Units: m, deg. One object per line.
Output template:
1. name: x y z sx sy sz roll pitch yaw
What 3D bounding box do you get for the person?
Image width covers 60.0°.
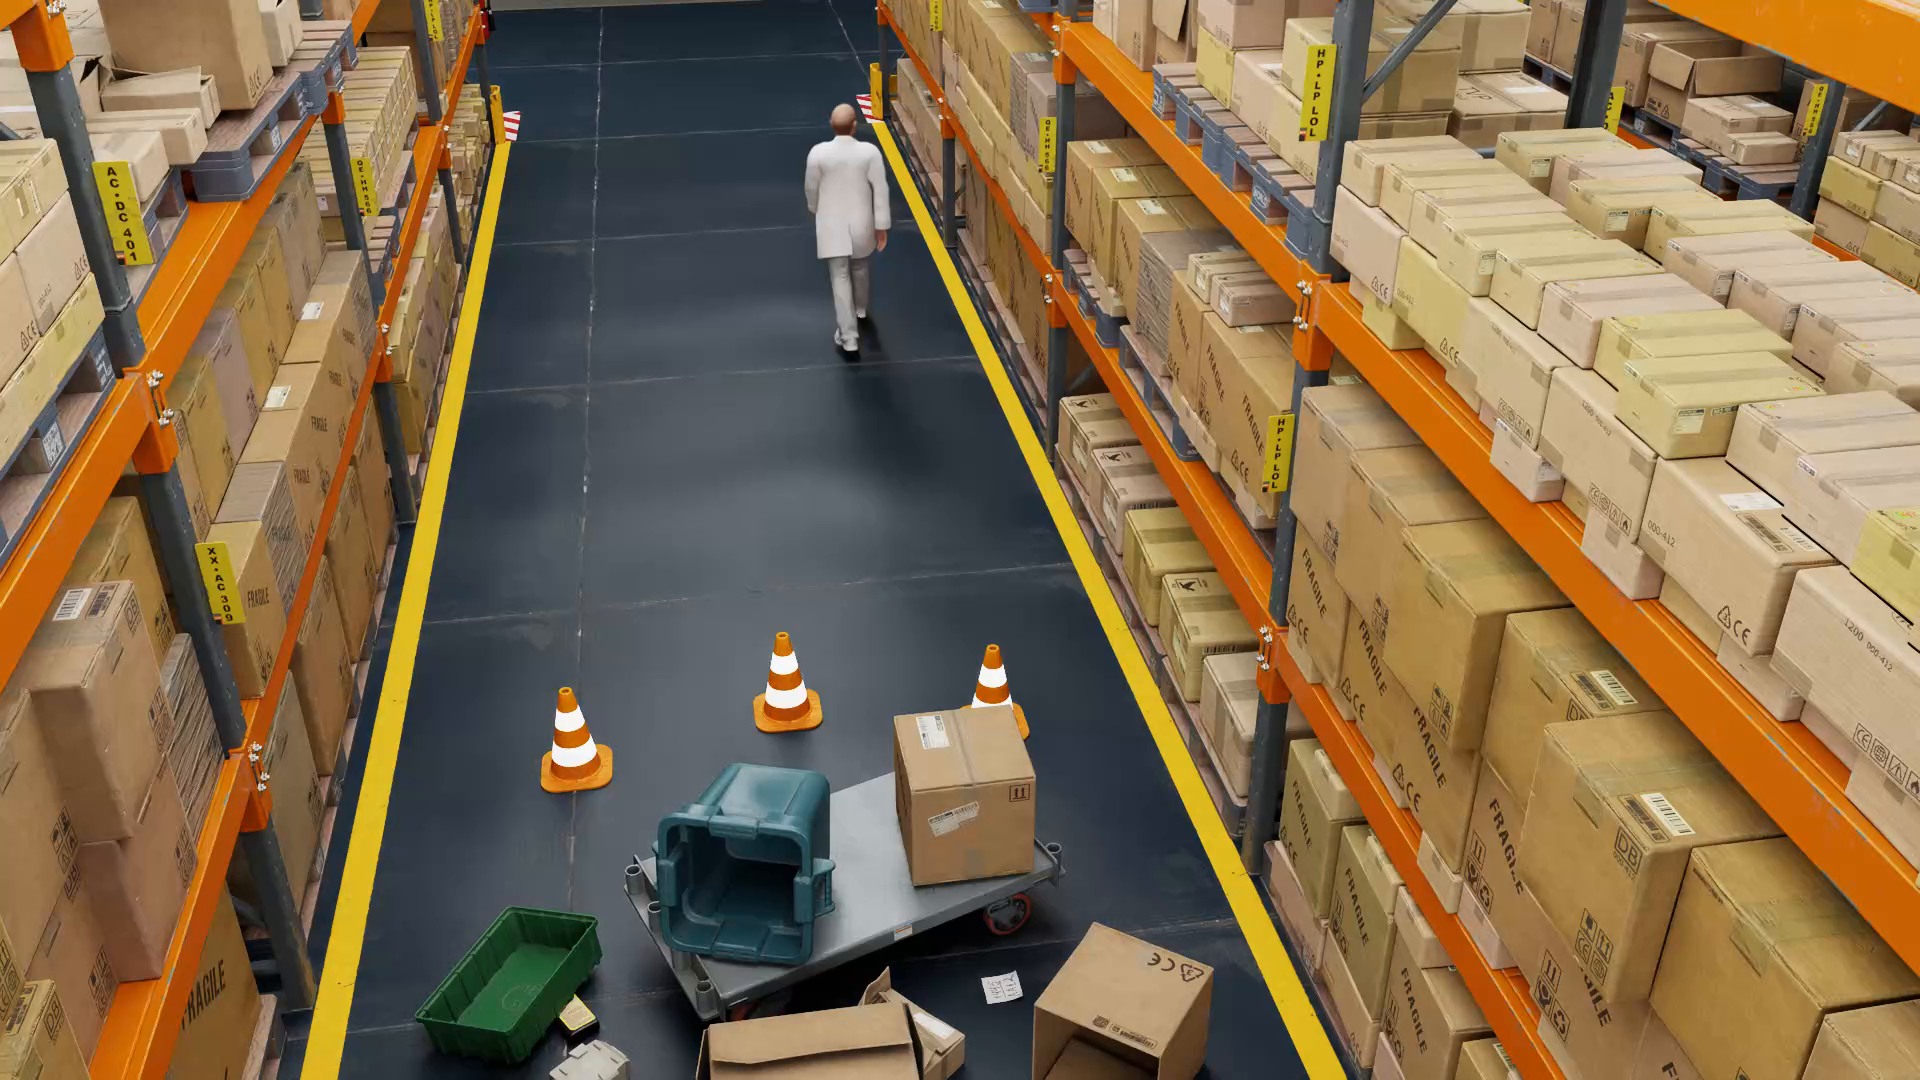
1. person: -0.829 -2.342 12.152 0.590 1.726 1.111 -7 31 -11
